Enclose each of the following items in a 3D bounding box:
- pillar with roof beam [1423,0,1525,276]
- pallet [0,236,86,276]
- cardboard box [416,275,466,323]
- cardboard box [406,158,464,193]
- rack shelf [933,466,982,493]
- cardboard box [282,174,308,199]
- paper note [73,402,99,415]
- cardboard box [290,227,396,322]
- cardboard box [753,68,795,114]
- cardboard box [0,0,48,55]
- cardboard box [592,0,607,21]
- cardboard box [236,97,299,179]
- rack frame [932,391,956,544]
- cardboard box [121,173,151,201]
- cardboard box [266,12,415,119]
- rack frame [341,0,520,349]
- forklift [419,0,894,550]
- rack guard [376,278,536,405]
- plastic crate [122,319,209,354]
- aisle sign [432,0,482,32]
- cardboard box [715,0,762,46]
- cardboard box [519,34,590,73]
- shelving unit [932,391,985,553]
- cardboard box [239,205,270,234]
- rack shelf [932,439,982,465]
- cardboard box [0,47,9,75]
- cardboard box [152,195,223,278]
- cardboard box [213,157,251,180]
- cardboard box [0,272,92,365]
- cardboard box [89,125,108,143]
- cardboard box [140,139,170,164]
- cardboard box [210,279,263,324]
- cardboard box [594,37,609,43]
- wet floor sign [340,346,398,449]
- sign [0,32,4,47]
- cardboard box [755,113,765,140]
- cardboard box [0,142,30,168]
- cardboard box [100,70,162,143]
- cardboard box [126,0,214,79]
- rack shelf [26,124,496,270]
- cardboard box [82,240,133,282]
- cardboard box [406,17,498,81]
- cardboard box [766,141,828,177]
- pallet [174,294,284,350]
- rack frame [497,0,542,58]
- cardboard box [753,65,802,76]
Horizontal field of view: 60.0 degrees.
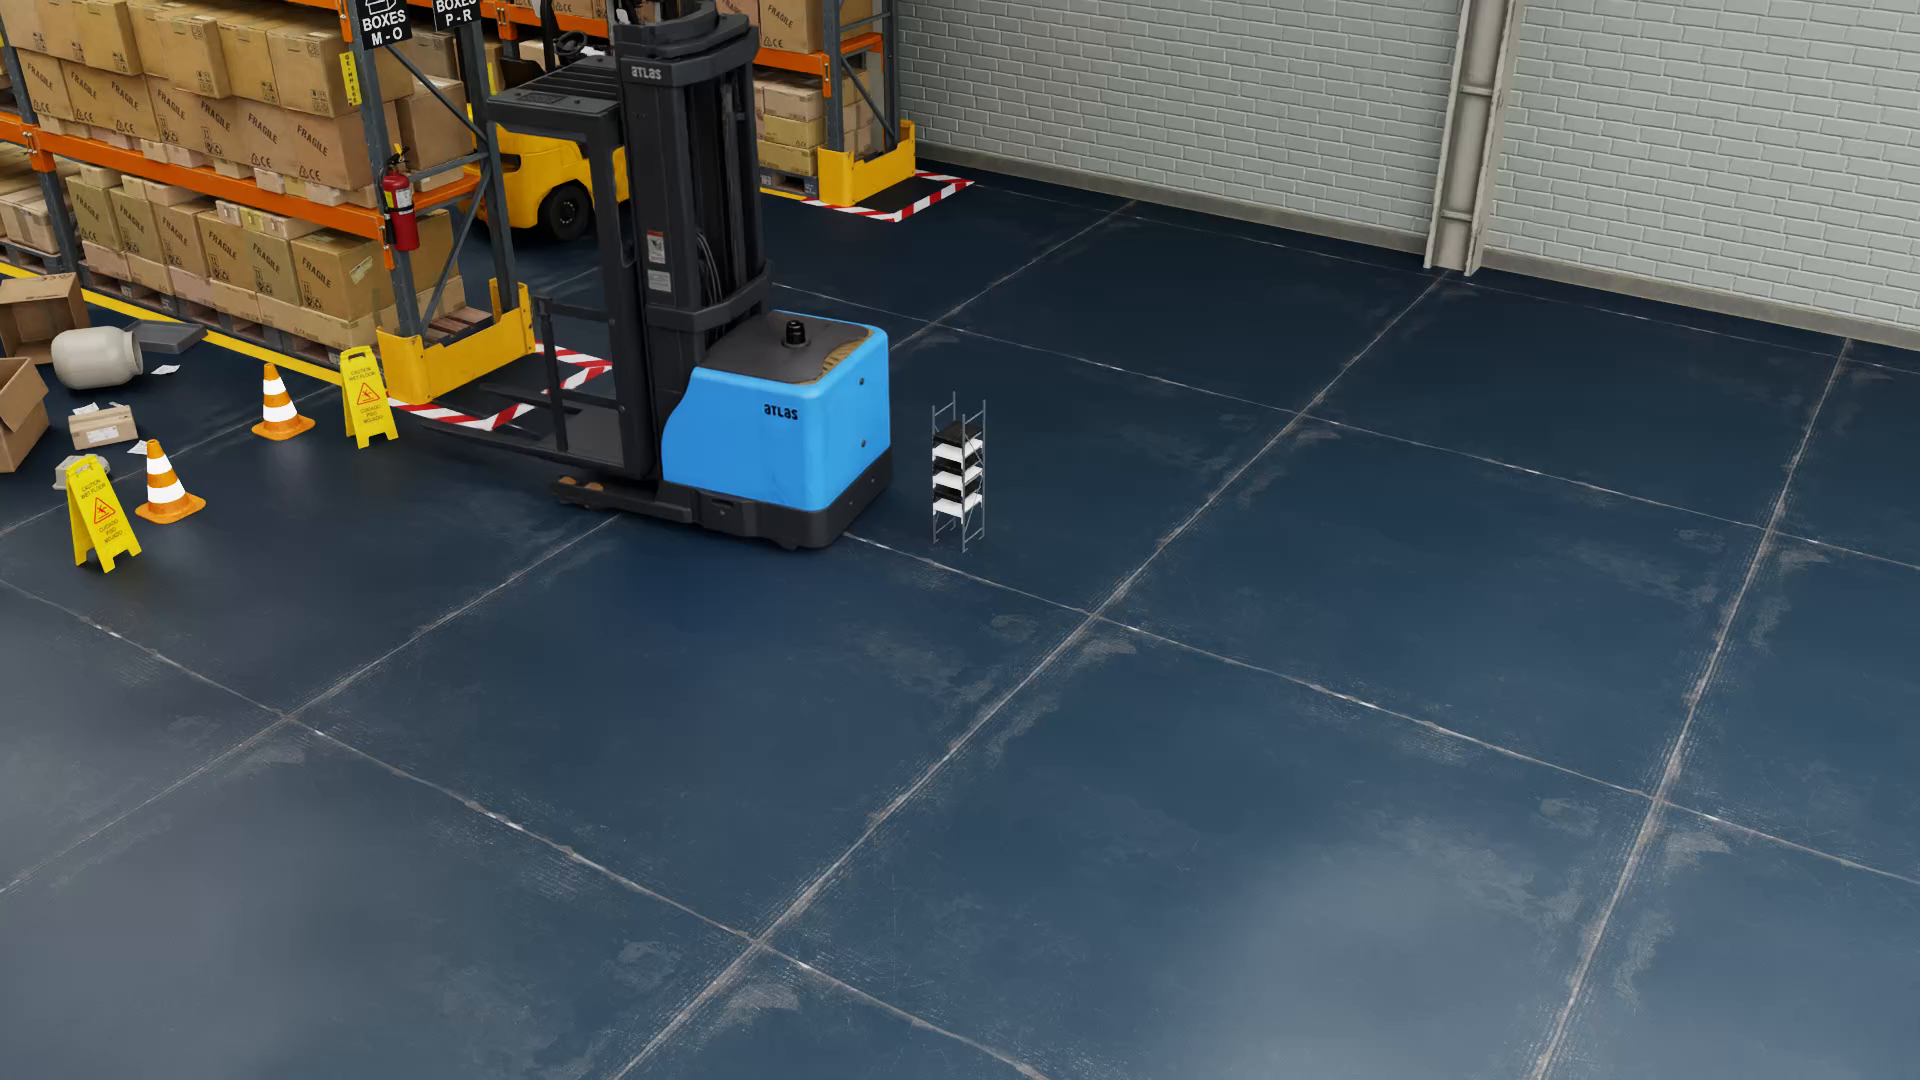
[{"bbox_3d":[1.804,-4.328,8.411,0.400,9.000,9.100,18,35,27],"label":"pillar with roof beam"},{"bbox_3d":[-7.562,-2.566,14.111,1.213,0.211,1.003,18,35,27],"label":"pallet"},{"bbox_3d":[-4.050,-1.818,12.375,0.500,0.250,0.500,17,34,27],"label":"cardboard box"},{"bbox_3d":[-3.692,-2.561,11.586,0.250,0.149,0.380,18,35,28],"label":"cardboard box"},{"bbox_3d":[-0.007,-0.362,9.716,0.200,0.077,0.258,18,35,27],"label":"rack shelf"},{"bbox_3d":[-4.424,-2.489,11.462,0.250,0.149,0.380,17,34,27],"label":"cardboard box"},{"bbox_3d":[-6.013,-0.898,11.443,0.148,0.019,0.142,-21,36,-32],"label":"paper note"},{"bbox_3d":[-4.331,-1.912,11.790,0.500,0.500,0.500,18,35,28],"label":"cardboard box"},{"bbox_3d":[-1.870,-4.160,15.396,0.500,0.250,0.500,18,35,28],"label":"cardboard box"},{"bbox_3d":[-6.645,-3.955,12.339,0.500,0.500,0.700,17,34,27],"label":"cardboard box"},{"bbox_3d":[-3.150,-5.227,15.806,0.500,0.500,0.500,17,34,27],"label":"cardboard box"},{"bbox_3d":[-4.542,-2.826,11.396,0.500,0.500,0.500,18,35,27],"label":"cardboard box"},{"bbox_3d":[-0.093,-0.418,9.746,0.006,0.900,0.240,18,35,27],"label":"rack frame"},{"bbox_3d":[-6.036,-2.691,12.482,0.250,0.149,0.380,19,35,29],"label":"cardboard box"},{"bbox_3d":[-4.063,-3.138,10.938,0.500,0.500,0.700,17,34,26],"label":"cardboard box"},{"bbox_3d":[-3.514,-2.491,11.215,0.127,3.000,1.000,18,35,27],"label":"rack frame"},{"bbox_3d":[-1.983,-1.680,9.894,3.031,2.935,1.130,12,32,20],"label":"forklift"},{"bbox_3d":[-3.579,-1.431,11.880,0.348,0.500,1.175,18,35,27],"label":"rack guard"},{"bbox_3d":[-6.008,-1.530,12.466,0.583,0.080,0.402,6,31,10],"label":"plastic crate"},{"bbox_3d":[-3.297,-3.729,10.758,0.004,0.787,0.394,18,35,27],"label":"aisle sign"},{"bbox_3d":[-1.869,-4.816,15.102,0.500,0.500,0.500,19,35,29],"label":"cardboard box"},{"bbox_3d":[-4.023,-4.844,16.568,0.500,0.250,0.500,17,34,27],"label":"cardboard box"},{"bbox_3d":[-0.007,-0.391,9.699,0.210,0.900,0.258,18,35,27],"label":"shelving unit"},{"bbox_3d":[-4.889,-2.330,11.864,0.250,0.149,0.380,18,35,28],"label":"cardboard box"},{"bbox_3d":[-0.007,-0.518,9.626,0.200,0.077,0.258,18,35,27],"label":"rack shelf"},{"bbox_3d":[-7.415,-3.941,12.890,0.500,0.500,0.500,17,34,26],"label":"cardboard box"},{"bbox_3d":[-5.648,-2.328,12.505,0.500,0.500,0.500,20,36,30],"label":"cardboard box"},{"bbox_3d":[-5.065,-2.704,11.829,0.250,0.149,0.380,17,34,27],"label":"cardboard box"},{"bbox_3d":[-6.718,-1.616,12.193,0.500,0.500,0.500,-9,32,-15],"label":"cardboard box"},{"bbox_3d":[-6.323,-3.129,12.558,0.250,0.149,0.380,17,34,27],"label":"cardboard box"},{"bbox_3d":[-5.727,-2.886,12.141,0.250,0.149,0.380,18,35,28],"label":"cardboard box"},{"bbox_3d":[-5.223,-1.866,12.456,0.500,0.250,0.500,16,34,26],"label":"cardboard box"},{"bbox_3d":[-3.310,-4.929,16.714,0.500,0.250,0.500,17,34,27],"label":"cardboard box"},{"bbox_3d":[-3.922,-0.966,10.938,0.267,0.644,0.232,-21,36,-32],"label":"wet floor sign"},{"bbox_3d":[-7.194,-3.824,12.352,0.005,0.325,0.100,18,35,27],"label":"sign"},{"bbox_3d":[-1.876,-3.956,15.542,0.500,0.250,0.500,17,34,27],"label":"cardboard box"},{"bbox_3d":[-8.548,-3.125,14.493,0.625,0.372,0.950,19,35,29],"label":"cardboard box"},{"bbox_3d":[-5.822,-3.232,12.092,0.500,0.500,0.500,17,34,27],"label":"cardboard box"},{"bbox_3d":[-5.323,-3.562,11.665,0.500,0.500,0.700,17,34,27],"label":"cardboard box"},{"bbox_3d":[-5.208,-2.716,12.314,4.000,0.370,1.077,18,35,27],"label":"rack shelf"},{"bbox_3d":[-6.546,-2.283,13.170,0.500,0.250,0.500,16,34,25],"label":"cardboard box"},{"bbox_3d":[-5.367,-5.183,17.771,0.625,0.625,0.875,17,34,27],"label":"cardboard box"},{"bbox_3d":[-1.444,-3.595,15.420,0.500,0.250,0.500,18,35,28],"label":"cardboard box"},{"bbox_3d":[-5.277,-1.866,12.912,1.213,0.211,1.003,18,35,27],"label":"pallet"},{"bbox_3d":[-4.266,-5.682,16.685,0.127,3.000,1.000,18,35,27],"label":"rack frame"},{"bbox_3d":[-1.610,-4.378,15.769,0.500,0.250,0.500,18,35,27],"label":"cardboard box"}]
